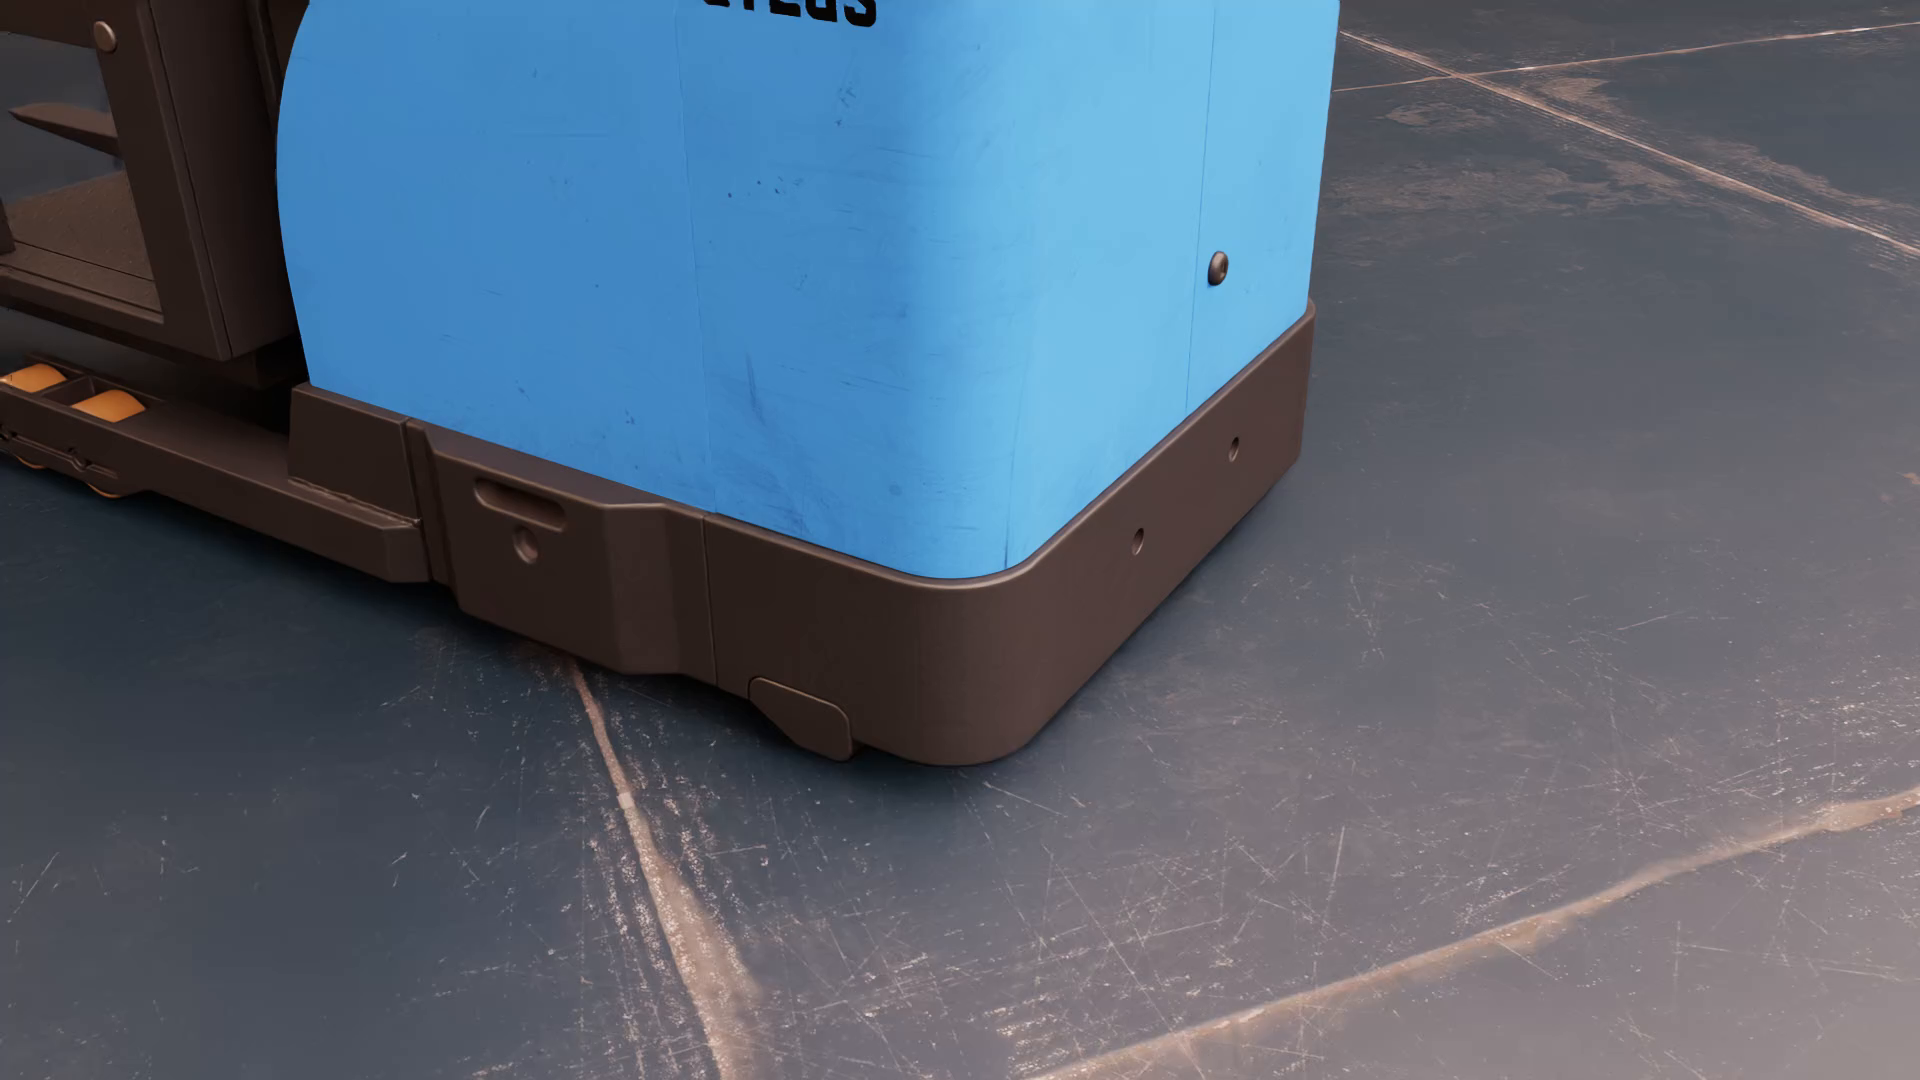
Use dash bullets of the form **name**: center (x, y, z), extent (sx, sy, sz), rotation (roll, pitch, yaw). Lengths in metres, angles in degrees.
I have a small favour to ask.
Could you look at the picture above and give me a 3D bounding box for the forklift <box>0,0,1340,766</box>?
- **forklift**: center (-0.994, -1.543, 2.248), extent (3.031, 2.935, 1.130), rotation (17, 34, 27)
